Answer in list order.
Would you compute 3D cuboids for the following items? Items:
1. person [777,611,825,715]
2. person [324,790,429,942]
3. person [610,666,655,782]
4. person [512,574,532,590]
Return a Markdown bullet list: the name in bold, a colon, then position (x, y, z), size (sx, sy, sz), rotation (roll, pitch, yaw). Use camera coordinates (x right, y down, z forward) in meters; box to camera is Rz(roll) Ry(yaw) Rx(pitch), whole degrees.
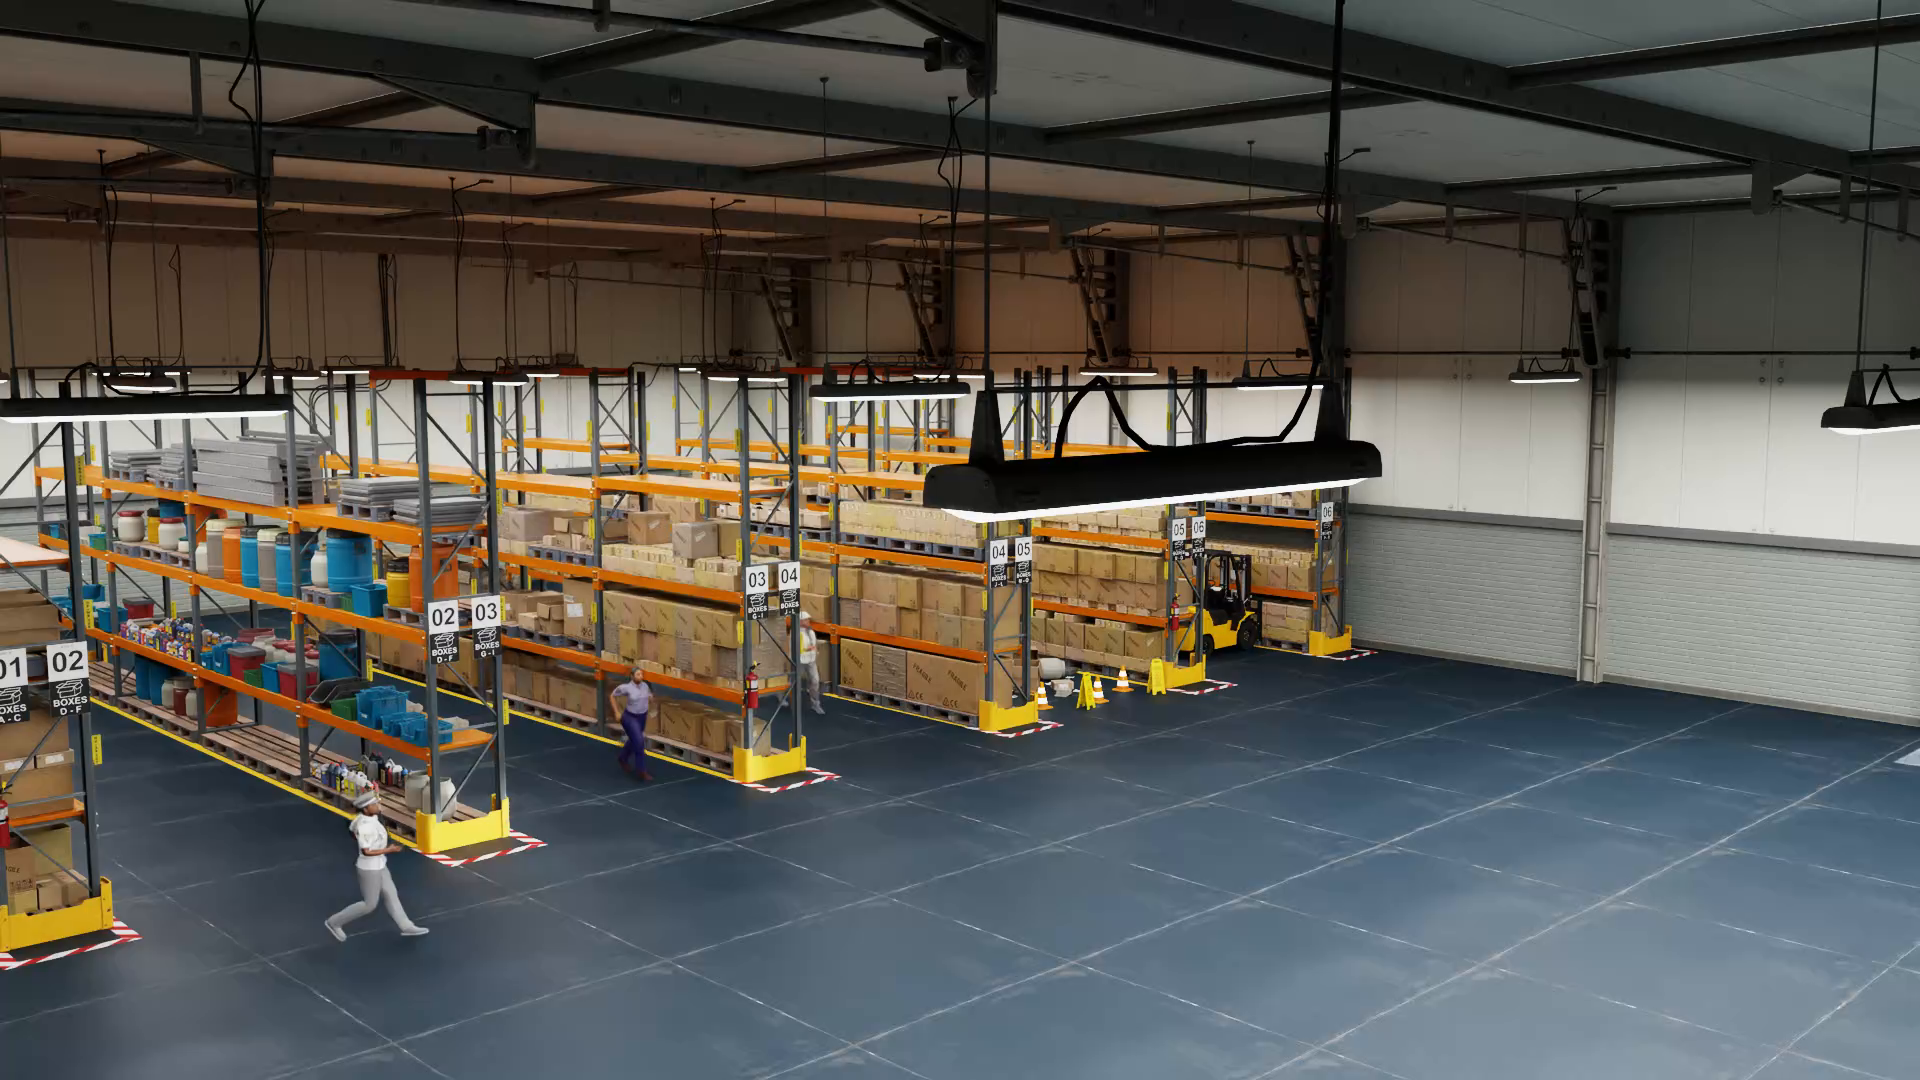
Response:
- **person**: position (-2.785, 2.143, 29.324), size (0.954, 1.806, 0.665), rotation (6, 9, 41)
- **person**: position (-6.240, 3.469, 17.741), size (1.044, 1.640, 0.594), rotation (-1, 7, -13)
- **person**: position (-4.861, 2.712, 24.787), size (0.855, 1.694, 0.580), rotation (4, 8, 34)
- **person**: position (-10.777, 0.884, 40.961), size (0.587, 1.653, 0.688), rotation (-1, 6, -5)
